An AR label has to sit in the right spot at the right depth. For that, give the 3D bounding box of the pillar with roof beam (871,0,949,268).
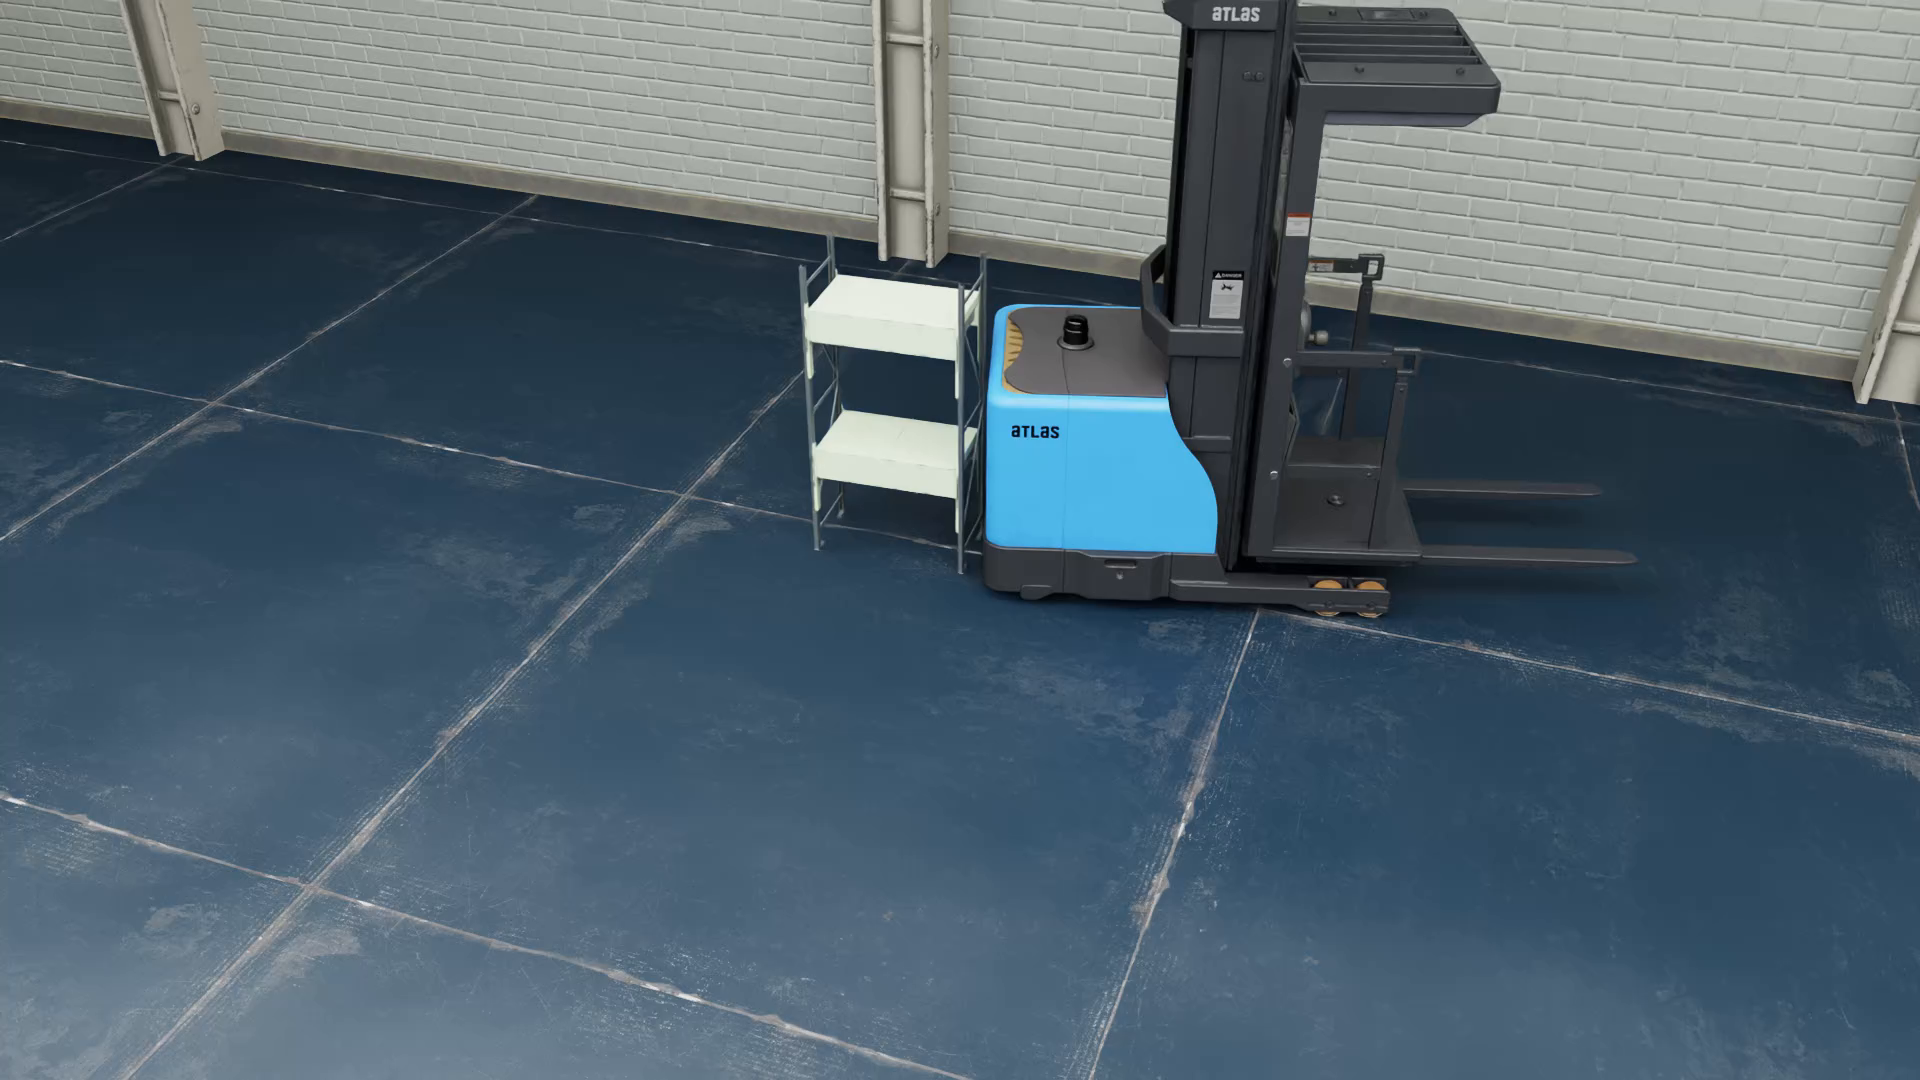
[{"bbox_3d":[-1.762,-3.505,5.382,0.400,9.000,9.100,11,34,16],"label":"pillar with roof beam"}]

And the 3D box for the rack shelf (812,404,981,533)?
[{"bbox_3d":[-0.296,-0.350,8.010,0.720,0.370,0.431,9,34,13],"label":"rack shelf"}]

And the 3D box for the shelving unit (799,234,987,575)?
[{"bbox_3d":[-0.296,-0.624,7.833,0.755,1.500,0.431,9,34,13],"label":"shelving unit"}]

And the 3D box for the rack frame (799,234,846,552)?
[{"bbox_3d":[-0.647,-0.679,7.918,0.023,1.500,0.400,9,34,13],"label":"rack frame"}]

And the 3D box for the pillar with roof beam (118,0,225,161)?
[{"bbox_3d":[-7.410,-4.603,7.083,0.400,9.000,9.100,11,34,16],"label":"pillar with roof beam"}]

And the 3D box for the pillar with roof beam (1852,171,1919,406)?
[{"bbox_3d":[3.886,-2.407,3.681,0.400,9.000,9.100,11,34,16],"label":"pillar with roof beam"}]

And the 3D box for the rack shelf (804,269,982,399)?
[{"bbox_3d":[-0.296,-0.951,7.621,0.720,0.370,0.431,9,34,13],"label":"rack shelf"}]

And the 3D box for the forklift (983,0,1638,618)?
[{"bbox_3d":[1.643,-1.171,7.361,3.031,2.935,1.130,2,33,3],"label":"forklift"}]

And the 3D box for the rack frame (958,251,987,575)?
[{"bbox_3d":[0.056,-0.569,7.748,0.023,1.500,0.400,9,34,13],"label":"rack frame"}]
